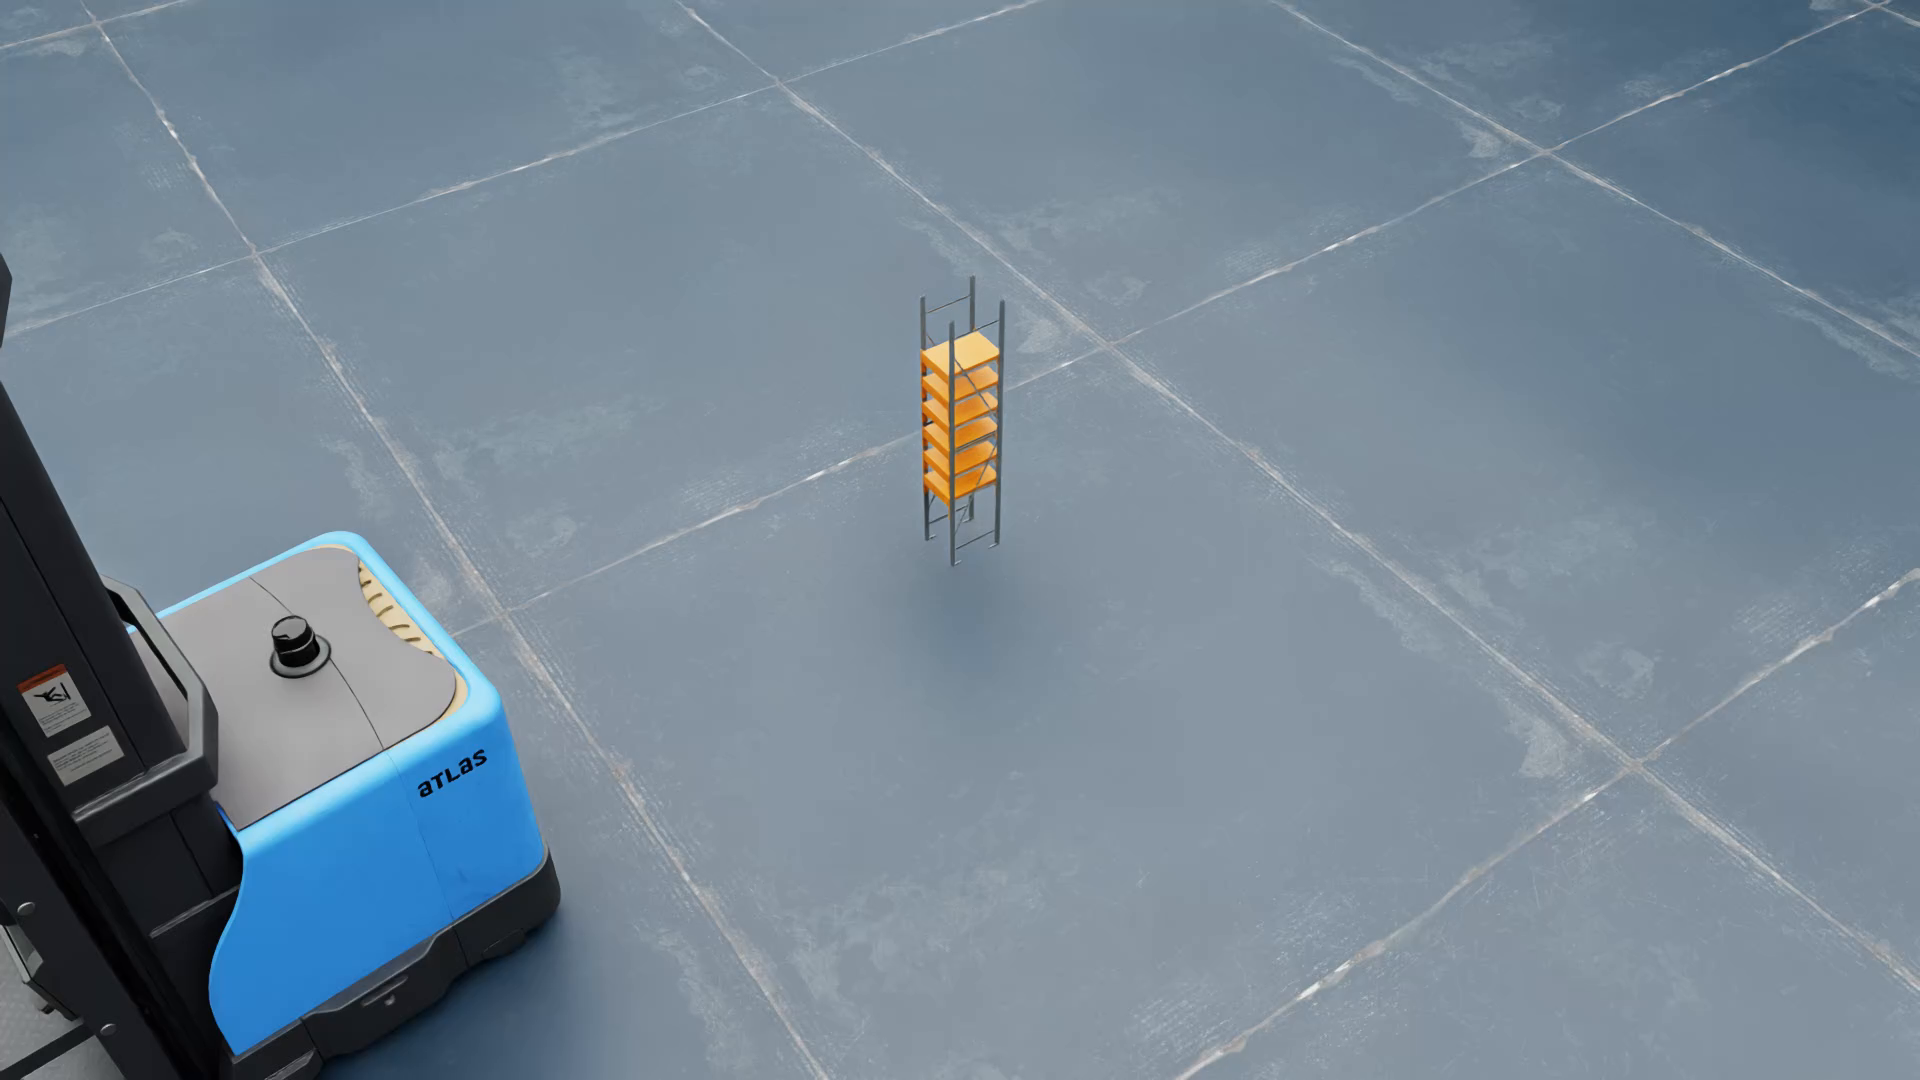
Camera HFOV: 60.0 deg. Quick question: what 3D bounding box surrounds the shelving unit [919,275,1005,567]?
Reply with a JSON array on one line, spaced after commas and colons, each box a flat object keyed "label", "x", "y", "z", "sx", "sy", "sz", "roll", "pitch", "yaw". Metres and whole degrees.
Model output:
[{"label": "shelving unit", "x": 0.008, "y": -0.426, "z": 6.327, "sx": 0.258, "sy": 1.200, "sz": 0.189, "roll": -26, "pitch": 49, "yaw": -24}]

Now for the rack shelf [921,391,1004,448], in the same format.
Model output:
[{"label": "rack shelf", "x": 0.008, "y": -0.480, "z": 6.275, "sx": 0.258, "sy": 0.103, "sz": 0.180, "roll": -26, "pitch": 49, "yaw": -24}]

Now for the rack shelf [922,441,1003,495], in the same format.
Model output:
[{"label": "rack shelf", "x": 0.008, "y": -0.307, "z": 6.441, "sx": 0.258, "sy": 0.103, "sz": 0.180, "roll": -26, "pitch": 49, "yaw": -24}]

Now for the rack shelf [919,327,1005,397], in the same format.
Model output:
[{"label": "rack shelf", "x": 0.008, "y": -0.654, "z": 6.109, "sx": 0.258, "sy": 0.103, "sz": 0.180, "roll": -26, "pitch": 49, "yaw": -24}]

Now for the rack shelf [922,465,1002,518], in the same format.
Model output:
[{"label": "rack shelf", "x": 0.008, "y": -0.220, "z": 6.524, "sx": 0.258, "sy": 0.103, "sz": 0.180, "roll": -26, "pitch": 49, "yaw": -24}]

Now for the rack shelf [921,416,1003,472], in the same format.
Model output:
[{"label": "rack shelf", "x": 0.008, "y": -0.394, "z": 6.358, "sx": 0.258, "sy": 0.103, "sz": 0.180, "roll": -26, "pitch": 49, "yaw": -24}]

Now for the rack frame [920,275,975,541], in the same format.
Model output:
[{"label": "rack frame", "x": -0.044, "y": -0.478, "z": 6.381, "sx": 0.240, "sy": 1.200, "sz": 0.006, "roll": -26, "pitch": 49, "yaw": -24}]

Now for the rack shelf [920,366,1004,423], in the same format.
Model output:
[{"label": "rack shelf", "x": 0.008, "y": -0.567, "z": 6.192, "sx": 0.258, "sy": 0.103, "sz": 0.180, "roll": -26, "pitch": 49, "yaw": -24}]

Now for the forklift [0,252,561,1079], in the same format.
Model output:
[{"label": "forklift", "x": -2.746, "y": 0.579, "z": 4.020, "sx": 3.031, "sy": 2.935, "sz": 1.130, "roll": -31, "pitch": 52, "yaw": -28}]

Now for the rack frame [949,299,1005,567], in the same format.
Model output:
[{"label": "rack frame", "x": 0.061, "y": -0.374, "z": 6.273, "sx": 0.240, "sy": 1.200, "sz": 0.006, "roll": -26, "pitch": 49, "yaw": -24}]
